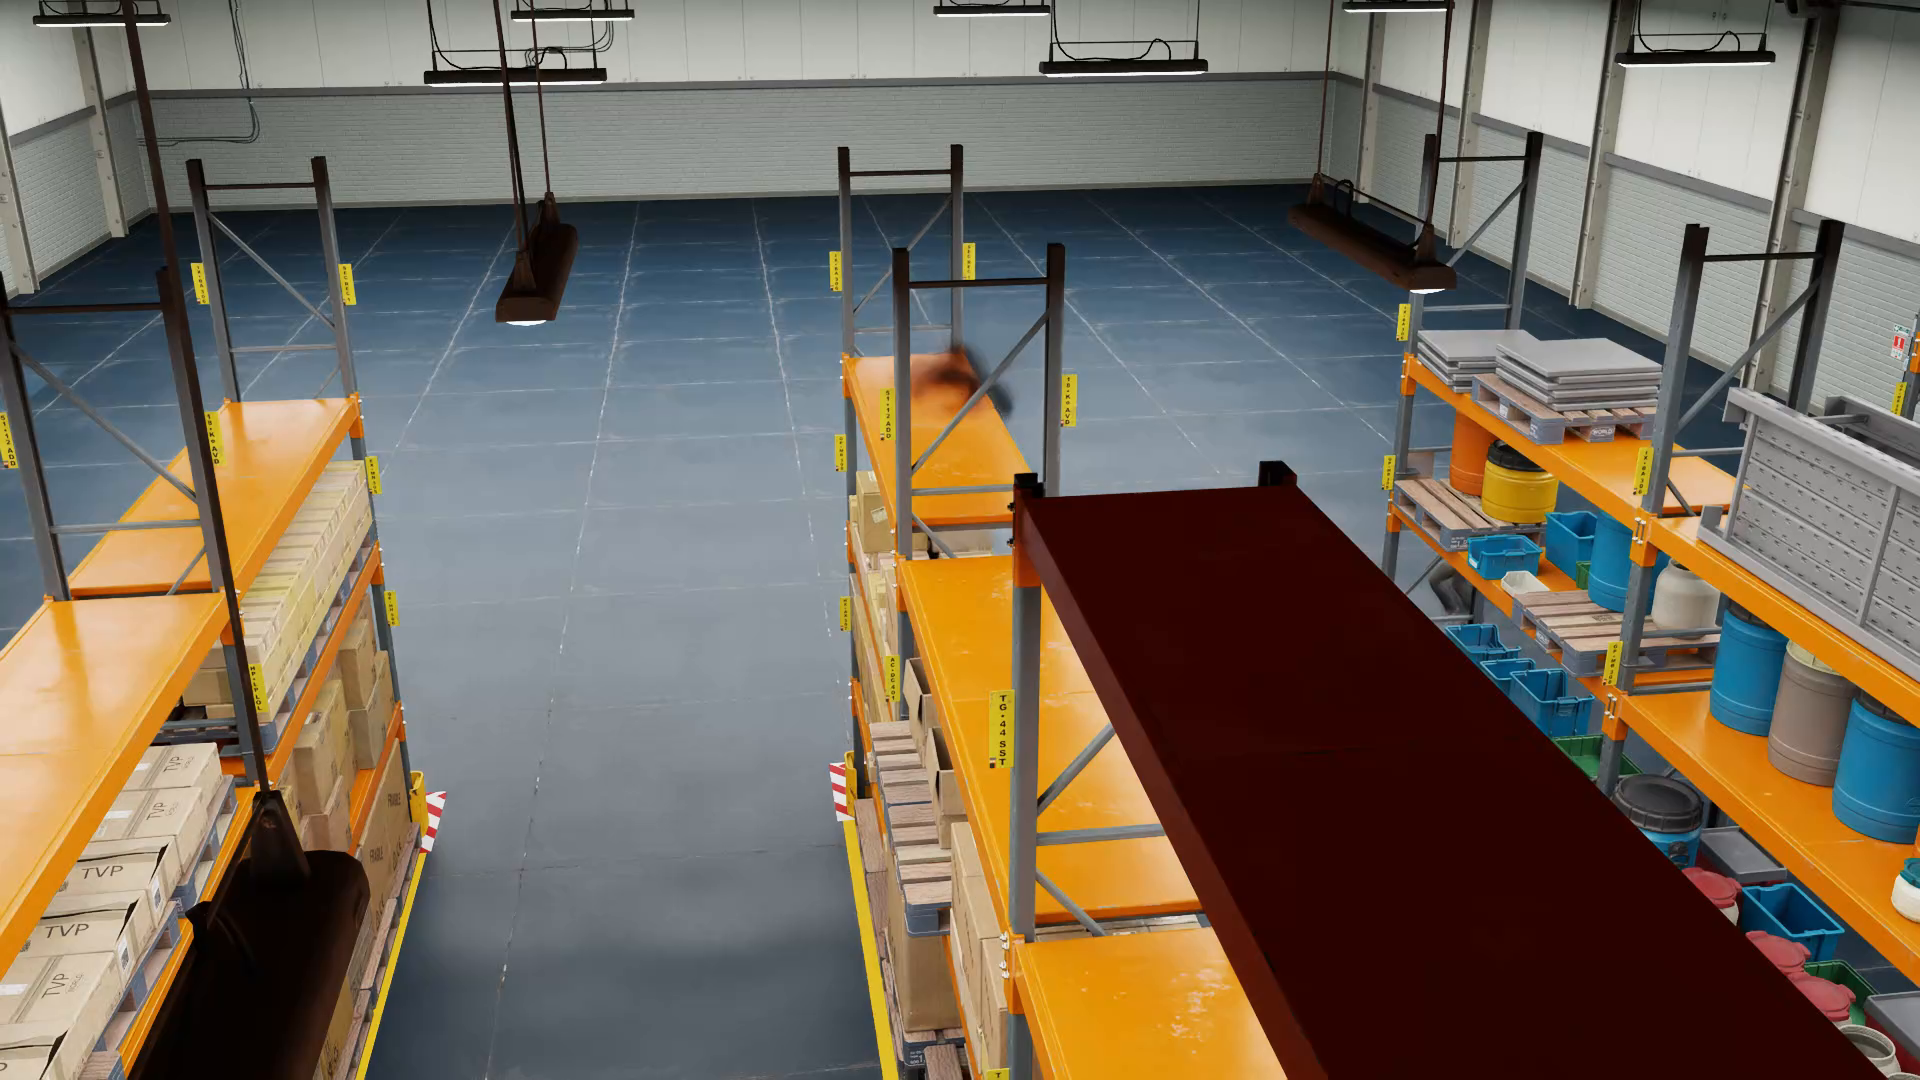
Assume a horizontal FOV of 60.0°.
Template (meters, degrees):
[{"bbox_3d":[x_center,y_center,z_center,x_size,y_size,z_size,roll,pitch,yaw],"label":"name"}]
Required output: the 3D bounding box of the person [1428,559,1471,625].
[{"bbox_3d":[5.683,0.204,18.934,0.656,1.651,0.581,8,23,20],"label":"person"}]
